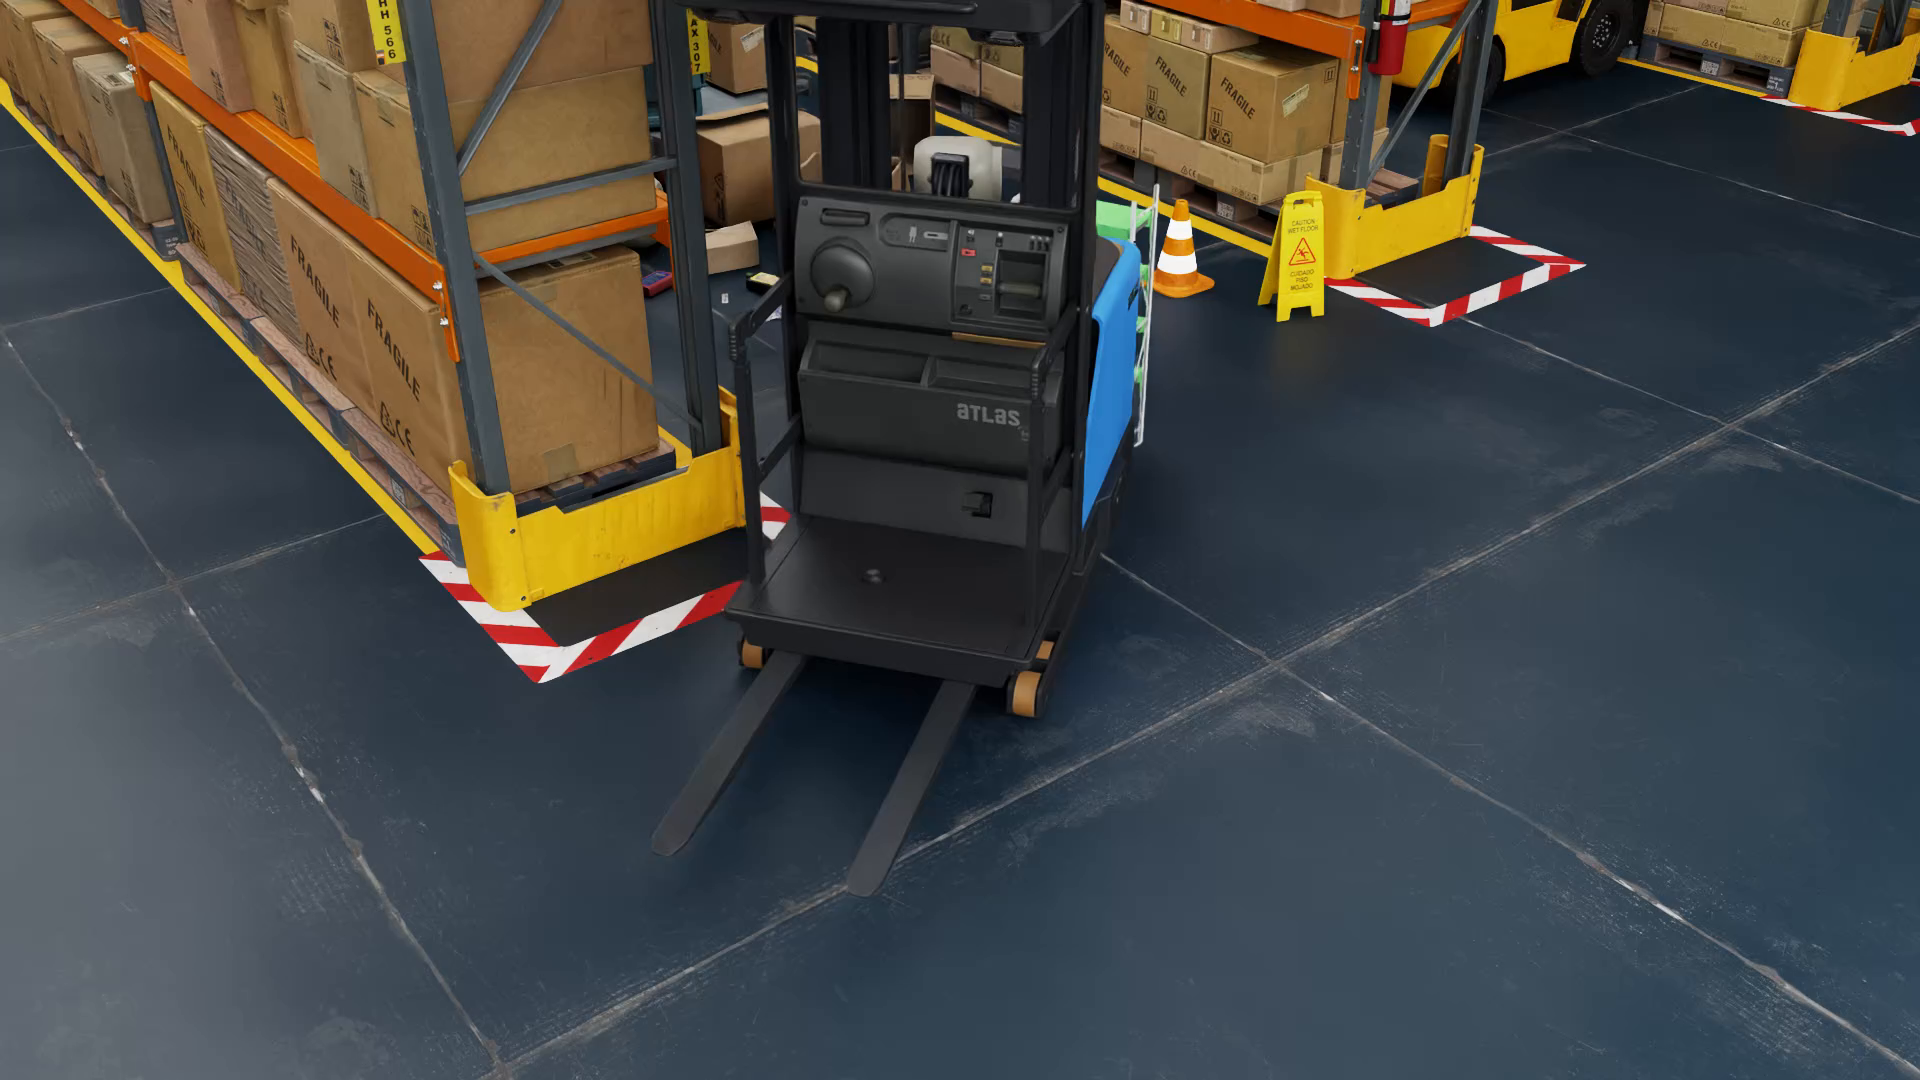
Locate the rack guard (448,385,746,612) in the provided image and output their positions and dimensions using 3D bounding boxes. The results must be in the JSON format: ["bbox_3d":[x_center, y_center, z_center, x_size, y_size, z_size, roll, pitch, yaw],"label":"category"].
[{"bbox_3d":[-1.380,-0.186,6.575,1.175,0.500,0.348,-22,38,-31],"label":"rack guard"}]

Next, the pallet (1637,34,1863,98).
[{"bbox_3d":[5.870,-3.629,12.393,1.003,0.211,1.213,-22,38,-31],"label":"pallet"}]

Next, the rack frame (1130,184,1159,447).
[{"bbox_3d":[0.753,-0.897,7.058,0.015,1.200,0.240,17,36,25],"label":"rack frame"}]

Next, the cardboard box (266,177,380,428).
[{"bbox_3d":[-2.404,-1.161,7.392,0.875,0.875,0.875,-23,39,-32],"label":"cardboard box"}]

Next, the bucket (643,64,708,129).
[{"bbox_3d":[-1.943,-2.869,10.188,0.726,0.611,0.620,-10,23,-15],"label":"bucket"}]

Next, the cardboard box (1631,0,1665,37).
[{"bbox_3d":[5.238,-4.034,12.611,0.500,0.250,0.500,-22,38,-31],"label":"cardboard box"}]

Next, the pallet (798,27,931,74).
[{"bbox_3d":[-0.478,-3.708,12.520,1.003,0.211,1.213,-22,38,-31],"label":"pallet"}]

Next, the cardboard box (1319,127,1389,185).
[{"bbox_3d":[2.178,-2.337,9.878,0.500,0.250,0.500,-23,38,-32],"label":"cardboard box"}]

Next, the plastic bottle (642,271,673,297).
[{"bbox_3d":[-1.619,-1.386,8.924,0.133,0.061,0.283,18,36,27],"label":"plastic bottle"}]

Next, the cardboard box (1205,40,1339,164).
[{"bbox_3d":[1.757,-2.480,9.397,0.500,0.500,0.500,-22,38,-31],"label":"cardboard box"}]

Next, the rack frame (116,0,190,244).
[{"bbox_3d":[-3.847,-2.925,8.616,1.000,3.000,0.127,-22,38,-31],"label":"rack frame"}]

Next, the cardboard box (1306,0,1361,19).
[{"bbox_3d":[2.055,-2.881,8.784,0.380,0.149,0.250,-21,37,-30],"label":"cardboard box"}]

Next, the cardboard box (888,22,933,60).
[{"bbox_3d":[-0.323,-3.848,12.196,0.950,0.372,0.625,-22,38,-31],"label":"cardboard box"}]

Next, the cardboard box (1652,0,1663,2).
[{"bbox_3d":[5.195,-4.254,12.491,0.500,0.250,0.500,-23,39,-32],"label":"cardboard box"}]

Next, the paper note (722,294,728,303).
[{"bbox_3d":[-1.244,-1.279,8.800,0.032,0.001,0.123,-4,32,-7],"label":"paper note"}]

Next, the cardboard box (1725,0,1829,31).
[{"bbox_3d":[5.827,-3.833,11.813,0.500,0.250,0.500,-23,38,-32],"label":"cardboard box"}]

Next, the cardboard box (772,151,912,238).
[{"bbox_3d":[-0.623,-1.754,9.097,0.637,0.503,0.797,6,32,10],"label":"cardboard box"}]

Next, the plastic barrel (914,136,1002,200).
[{"bbox_3d":[-0.009,-2.178,9.855,0.512,0.421,0.421,1,32,2],"label":"plastic barrel"}]

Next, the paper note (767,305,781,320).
[{"bbox_3d":[-0.989,-1.181,8.624,0.144,0.017,0.142,-10,33,-15],"label":"paper note"}]

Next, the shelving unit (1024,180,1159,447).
[{"bbox_3d":[0.541,-0.962,7.161,0.503,1.200,0.258,17,36,25],"label":"shelving unit"}]

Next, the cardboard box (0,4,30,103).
[{"bbox_3d":[-5.998,-3.532,11.327,1.050,0.750,0.750,-23,38,-32],"label":"cardboard box"}]

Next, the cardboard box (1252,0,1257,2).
[{"bbox_3d":[1.672,-3.065,9.079,0.380,0.149,0.250,-23,39,-32],"label":"cardboard box"}]

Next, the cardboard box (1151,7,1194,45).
[{"bbox_3d":[1.327,-2.992,9.607,0.380,0.149,0.250,-22,38,-31],"label":"cardboard box"}]

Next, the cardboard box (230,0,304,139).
[{"bbox_3d":[-2.614,-2.165,7.251,0.875,0.550,0.500,-22,38,-31],"label":"cardboard box"}]

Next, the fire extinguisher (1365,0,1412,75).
[{"bbox_3d":[2.160,-2.672,8.282,0.296,0.674,0.183,-22,38,-31],"label":"fire extinguisher"}]

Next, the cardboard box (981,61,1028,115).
[{"bbox_3d":[0.486,-3.027,10.988,0.500,0.250,0.500,-20,37,-29],"label":"cardboard box"}]

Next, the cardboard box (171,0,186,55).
[{"bbox_3d":[-3.256,-2.617,7.978,0.875,0.550,0.550,-22,38,-31],"label":"cardboard box"}]

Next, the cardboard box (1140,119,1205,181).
[{"bbox_3d":[1.434,-2.380,9.947,0.500,0.250,0.500,-22,38,-31],"label":"cardboard box"}]

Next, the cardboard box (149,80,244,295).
[{"bbox_3d":[-3.517,-1.916,8.607,0.875,0.875,0.875,-22,38,-31],"label":"cardboard box"}]

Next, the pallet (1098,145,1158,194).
[{"bbox_3d":[1.193,-2.606,10.747,1.003,0.211,1.213,-22,38,-31],"label":"pallet"}]

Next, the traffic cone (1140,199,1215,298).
[{"bbox_3d":[1.171,-1.585,8.864,0.336,0.463,0.334,-22,38,-31],"label":"traffic cone"}]

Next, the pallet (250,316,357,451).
[{"bbox_3d":[-2.690,-0.889,7.981,1.003,0.211,1.213,-22,38,-31],"label":"pallet"}]

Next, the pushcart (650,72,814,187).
[{"bbox_3d":[-1.769,-2.696,10.733,0.936,0.377,1.648,18,36,27],"label":"pushcart"}]

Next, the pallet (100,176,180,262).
[{"bbox_3d":[-4.380,-2.037,9.830,1.003,0.211,1.213,-22,38,-31],"label":"pallet"}]

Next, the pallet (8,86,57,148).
[{"bbox_3d":[-5.876,-3.054,11.468,1.003,0.211,1.213,-22,38,-31],"label":"pallet"}]

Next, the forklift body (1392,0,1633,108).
[{"bbox_3d":[3.768,-4.348,11.712,2.313,2.155,1.214,-22,38,-31],"label":"forklift body"}]

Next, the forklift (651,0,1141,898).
[{"bbox_3d":[-0.162,-0.861,5.359,1.130,2.935,3.031,9,33,14],"label":"forklift"}]

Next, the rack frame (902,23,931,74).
[{"bbox_3d":[0.001,-4.568,11.262,1.000,3.000,0.127,-22,38,-31],"label":"rack frame"}]

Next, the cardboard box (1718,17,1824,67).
[{"bbox_3d":[5.835,-3.613,11.932,0.500,0.250,0.500,-22,38,-31],"label":"cardboard box"}]

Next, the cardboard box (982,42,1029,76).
[{"bbox_3d":[0.487,-3.345,10.790,0.500,0.500,0.500,-21,37,-30],"label":"cardboard box"}]

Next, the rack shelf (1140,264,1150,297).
[{"bbox_3d":[0.541,-1.112,7.069,0.480,0.148,0.258,17,36,25],"label":"rack shelf"}]

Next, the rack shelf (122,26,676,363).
[{"bbox_3d":[-2.621,-1.786,7.464,1.077,0.370,4.000,-22,38,-31],"label":"rack shelf"}]

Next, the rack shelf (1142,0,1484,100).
[{"bbox_3d":[1.227,-3.429,10.110,1.077,0.370,4.000,-22,38,-31],"label":"rack shelf"}]

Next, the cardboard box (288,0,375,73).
[{"bbox_3d":[-2.001,-2.147,6.198,0.875,0.550,0.550,-22,38,-31],"label":"cardboard box"}]

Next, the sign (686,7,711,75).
[{"bbox_3d":[-0.952,-1.836,5.968,0.100,0.325,0.005,-22,38,-31],"label":"sign"}]

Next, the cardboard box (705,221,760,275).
[{"bbox_3d":[-1.338,-1.643,9.143,0.396,0.266,0.258,-16,35,-23],"label":"cardboard box"}]

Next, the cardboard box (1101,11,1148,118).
[{"bbox_3d":[1.130,-2.909,10.088,0.500,0.500,0.500,-23,39,-32],"label":"cardboard box"}]

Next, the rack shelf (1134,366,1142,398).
[{"bbox_3d":[0.541,-0.704,7.322,0.480,0.148,0.258,17,36,25],"label":"rack shelf"}]

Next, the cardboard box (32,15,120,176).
[{"bbox_3d":[-4.887,-2.780,10.118,1.050,0.750,0.750,-22,38,-31],"label":"cardboard box"}]

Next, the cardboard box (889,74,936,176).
[{"bbox_3d":[-0.417,-2.621,10.493,0.500,0.500,0.500,1,32,2],"label":"cardboard box"}]

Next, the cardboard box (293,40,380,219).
[{"bbox_3d":[-2.012,-1.684,6.475,0.875,0.550,0.550,-22,38,-31],"label":"cardboard box"}]

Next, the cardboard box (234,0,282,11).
[{"bbox_3d":[-2.665,-2.603,6.932,0.875,0.550,0.500,-22,38,-31],"label":"cardboard box"}]

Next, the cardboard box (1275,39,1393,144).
[{"bbox_3d":[2.163,-2.666,9.696,0.500,0.500,0.500,-24,39,-33],"label":"cardboard box"}]

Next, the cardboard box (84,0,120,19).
[{"bbox_3d":[-4.378,-3.098,8.801,0.500,0.500,0.500,-23,38,-32],"label":"cardboard box"}]
